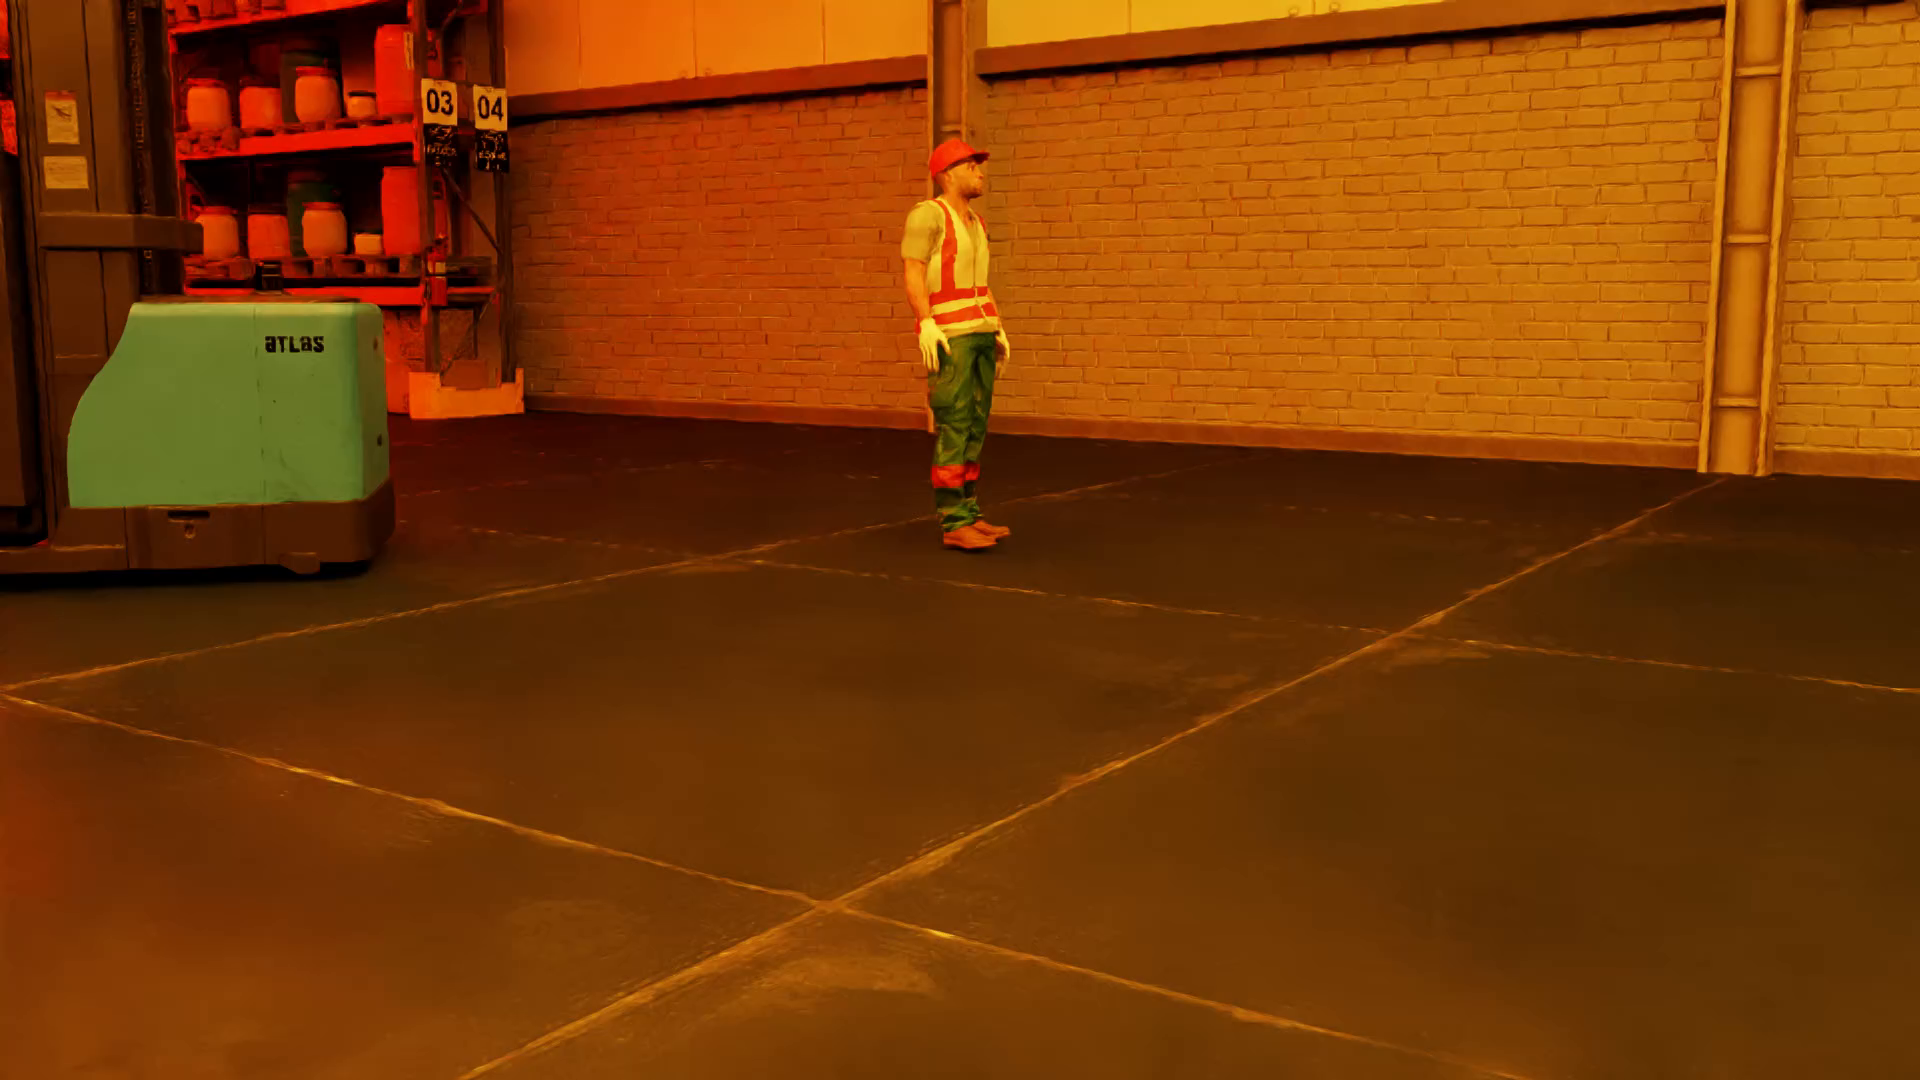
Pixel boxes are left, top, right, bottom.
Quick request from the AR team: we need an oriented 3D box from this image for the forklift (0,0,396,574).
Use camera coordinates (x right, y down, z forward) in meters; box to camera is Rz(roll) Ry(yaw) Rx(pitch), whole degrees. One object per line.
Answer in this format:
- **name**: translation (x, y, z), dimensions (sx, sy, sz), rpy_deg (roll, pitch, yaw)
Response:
- **forklift**: translation (-3.904, -1.322, 6.490), dimensions (3.031, 2.935, 1.130), rpy_deg (-2, 8, -12)

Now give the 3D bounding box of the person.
- **person**: translation (0.060, -0.885, 7.423), dimensions (0.563, 1.787, 0.637), rpy_deg (5, 10, 34)
